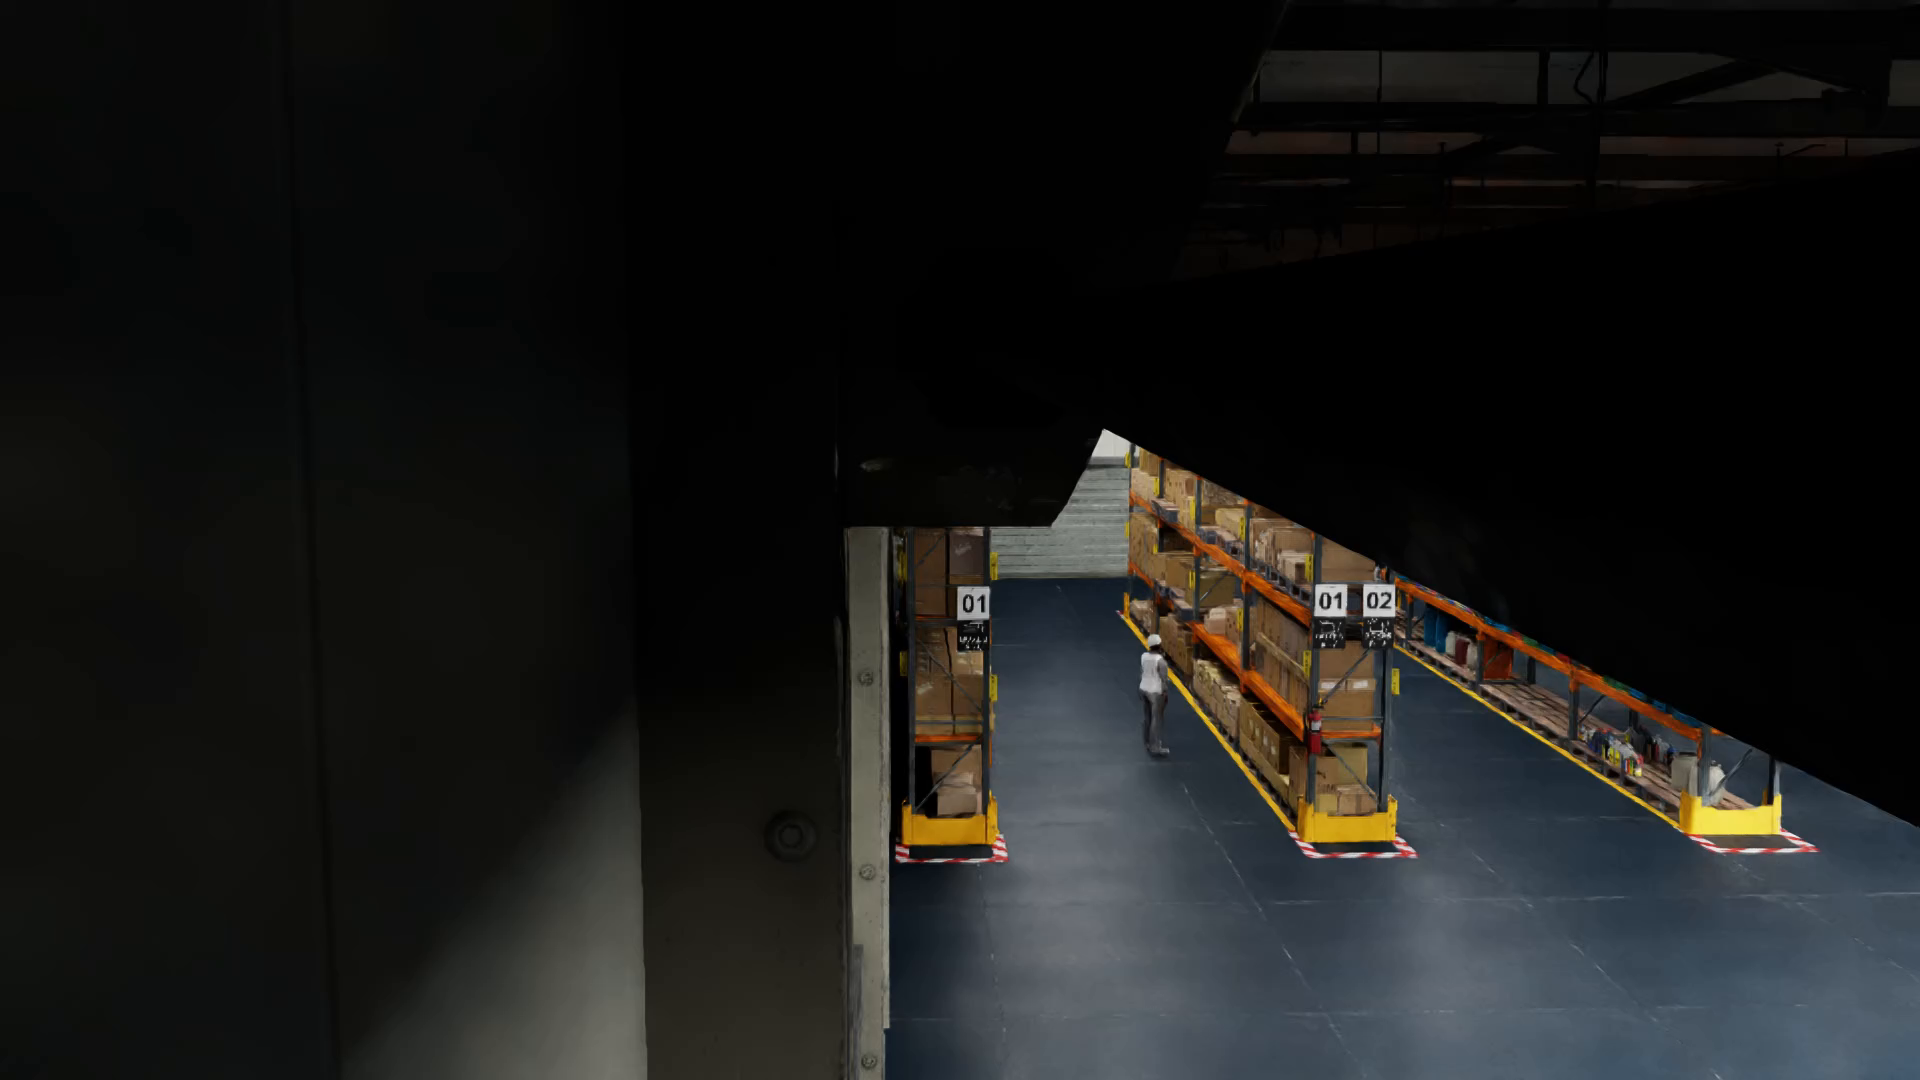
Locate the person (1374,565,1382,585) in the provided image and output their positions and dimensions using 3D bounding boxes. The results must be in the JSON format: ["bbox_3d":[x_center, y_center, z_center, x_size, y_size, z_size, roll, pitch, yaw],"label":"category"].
[{"bbox_3d":[8.374,1.117,33.750,0.581,1.784,0.645,0,7,3],"label":"person"}]

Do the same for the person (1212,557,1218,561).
[{"bbox_3d":[6.269,0.434,39.649,0.677,1.674,0.534,-1,7,-4],"label":"person"}]

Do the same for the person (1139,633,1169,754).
[{"bbox_3d":[2.931,2.267,24.807,0.450,1.776,0.584,-5,9,-33],"label":"person"}]
